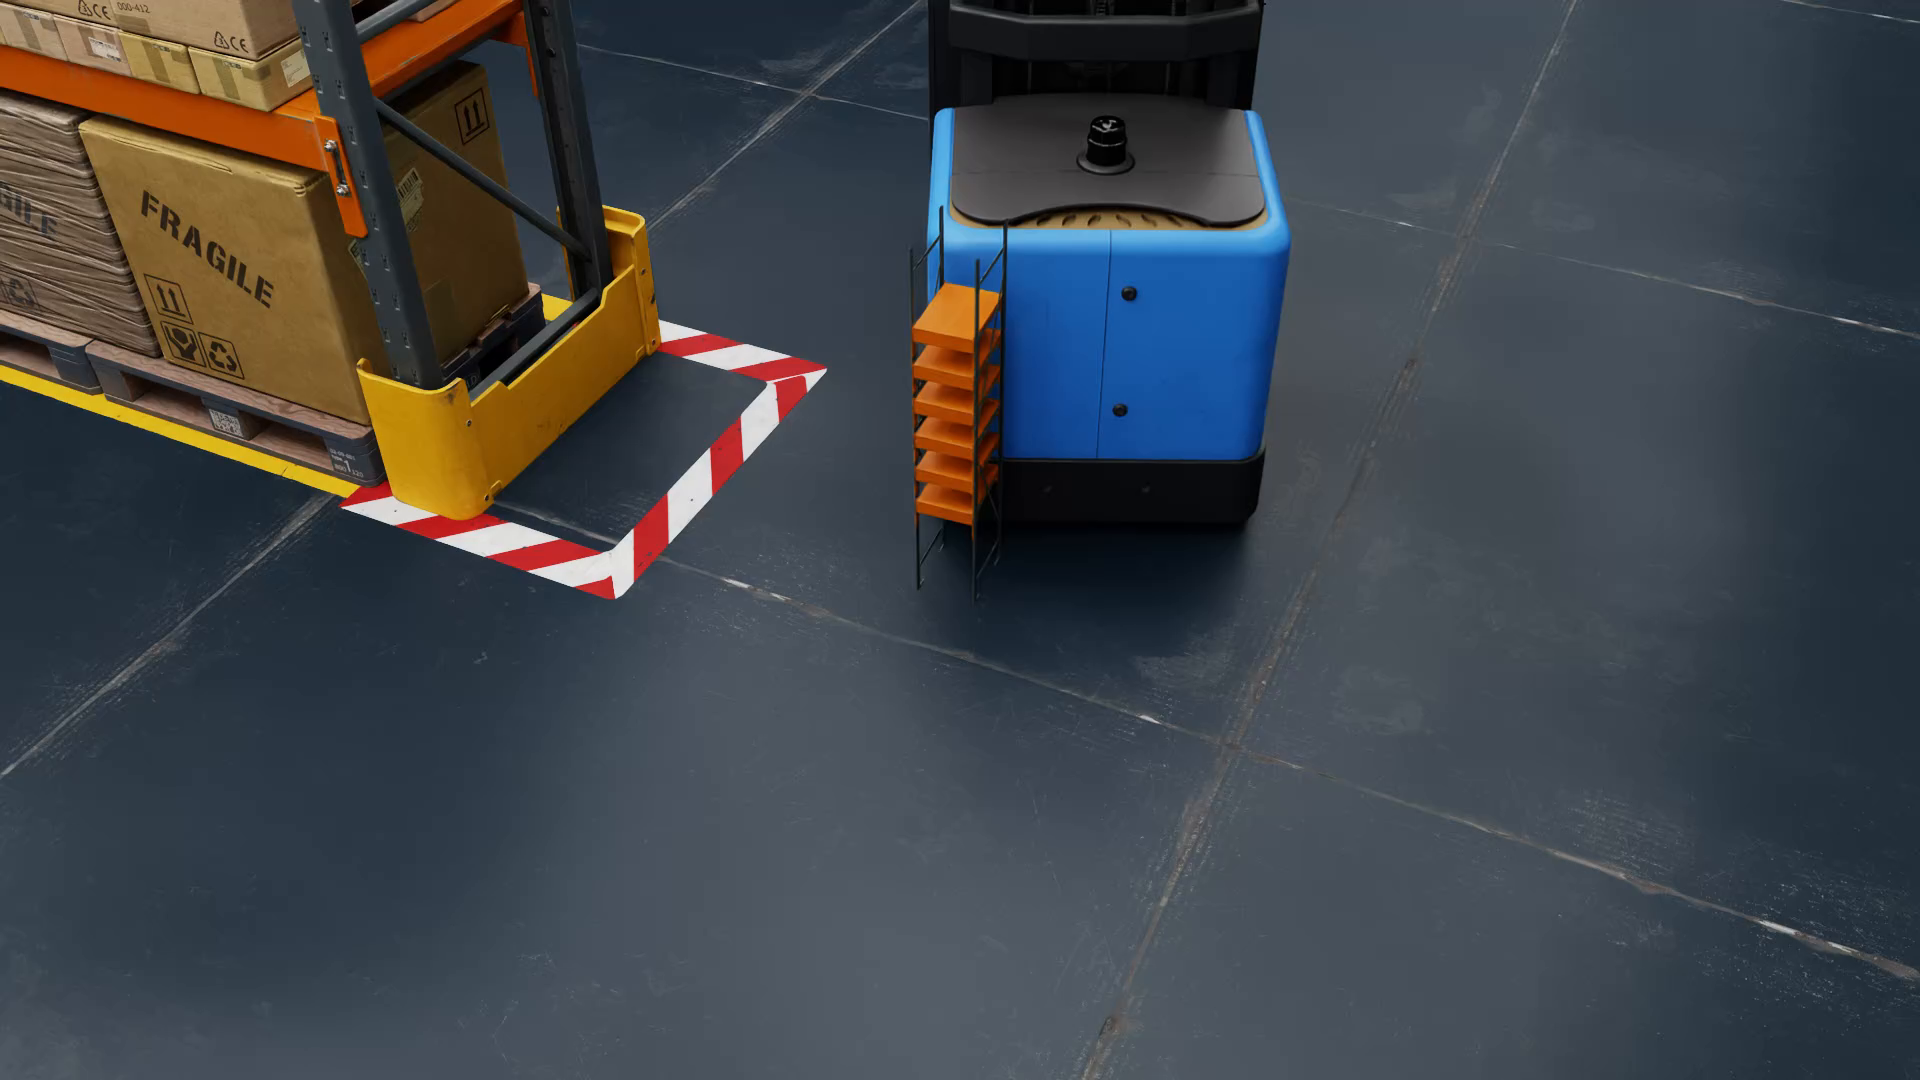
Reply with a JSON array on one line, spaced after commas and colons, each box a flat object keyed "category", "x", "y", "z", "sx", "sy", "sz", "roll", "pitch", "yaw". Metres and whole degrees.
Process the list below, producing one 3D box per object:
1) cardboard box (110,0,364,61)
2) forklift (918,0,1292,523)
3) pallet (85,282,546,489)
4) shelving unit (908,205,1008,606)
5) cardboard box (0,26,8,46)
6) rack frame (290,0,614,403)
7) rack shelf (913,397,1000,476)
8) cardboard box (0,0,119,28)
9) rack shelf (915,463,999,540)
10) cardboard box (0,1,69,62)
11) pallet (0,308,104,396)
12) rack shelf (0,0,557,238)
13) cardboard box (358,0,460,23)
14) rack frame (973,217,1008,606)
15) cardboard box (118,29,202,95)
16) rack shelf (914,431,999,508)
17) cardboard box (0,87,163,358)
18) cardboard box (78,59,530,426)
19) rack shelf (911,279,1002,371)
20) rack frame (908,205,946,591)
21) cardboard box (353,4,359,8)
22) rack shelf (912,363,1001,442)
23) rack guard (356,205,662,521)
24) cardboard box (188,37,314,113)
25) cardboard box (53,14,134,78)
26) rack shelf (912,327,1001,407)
[{"category": "cardboard box", "x": -2.045, "y": -1.615, "z": 4.710, "sx": 0.500, "sy": 0.250, "sz": 0.500, "roll": 16, "pitch": 44, "yaw": 18}, {"category": "forklift", "x": 0.442, "y": -2.102, "z": 5.437, "sx": 1.130, "sy": 2.935, "sz": 3.031, "roll": 1, "pitch": 41, "yaw": 1}, {"category": "pallet", "x": -2.252, "y": -0.703, "z": 5.901, "sx": 1.213, "sy": 0.211, "sz": 1.003, "roll": 17, "pitch": 44, "yaw": 19}, {"category": "shelving unit", "x": -0.003, "y": -0.349, "z": 4.737, "sx": 0.189, "sy": 1.200, "sz": 0.258, "roll": 14, "pitch": 43, "yaw": 15}, {"category": "cardboard box", "x": -2.882, "y": -1.672, "z": 5.081, "sx": 0.250, "sy": 0.149, "sz": 0.380, "roll": 16, "pitch": 43, "yaw": 18}, {"category": "rack frame", "x": -1.494, "y": -1.582, "z": 4.785, "sx": 0.127, "sy": 3.000, "sz": 1.000, "roll": 17, "pitch": 44, "yaw": 19}, {"category": "rack shelf", "x": -0.003, "y": -0.316, "z": 4.766, "sx": 0.180, "sy": 0.103, "sz": 0.258, "roll": 14, "pitch": 43, "yaw": 15}, {"category": "cardboard box", "x": -2.505, "y": -1.756, "z": 4.873, "sx": 0.500, "sy": 0.250, "sz": 0.500, "roll": 16, "pitch": 43, "yaw": 18}, {"category": "rack shelf", "x": -0.003, "y": -0.134, "z": 4.923, "sx": 0.180, "sy": 0.103, "sz": 0.258, "roll": 14, "pitch": 43, "yaw": 15}, {"category": "cardboard box", "x": -2.646, "y": -1.602, "z": 5.000, "sx": 0.250, "sy": 0.149, "sz": 0.380, "roll": 18, "pitch": 44, "yaw": 19}, {"category": "pallet", "x": -3.353, "y": -1.042, "z": 6.291, "sx": 1.213, "sy": 0.211, "sz": 1.003, "roll": 17, "pitch": 44, "yaw": 19}, {"category": "rack shelf", "x": -3.307, "y": -1.864, "z": 5.660, "sx": 4.000, "sy": 0.370, "sz": 1.077, "roll": 17, "pitch": 44, "yaw": 19}, {"category": "cardboard box", "x": -1.676, "y": -1.782, "z": 5.207, "sx": 0.250, "sy": 0.149, "sz": 0.380, "roll": 17, "pitch": 44, "yaw": 19}, {"category": "rack frame", "x": 0.083, "y": -0.328, "z": 4.713, "sx": 0.006, "sy": 1.200, "sz": 0.240, "roll": 14, "pitch": 43, "yaw": 15}, {"category": "cardboard box", "x": -2.192, "y": -1.462, "z": 4.838, "sx": 0.250, "sy": 0.149, "sz": 0.380, "roll": 17, "pitch": 44, "yaw": 19}, {"category": "rack shelf", "x": -0.003, "y": -0.225, "z": 4.845, "sx": 0.180, "sy": 0.103, "sz": 0.258, "roll": 14, "pitch": 43, "yaw": 15}, {"category": "cardboard box", "x": -2.933, "y": -1.320, "z": 5.784, "sx": 0.875, "sy": 0.875, "sz": 0.875, "roll": 17, "pitch": 44, "yaw": 19}, {"category": "cardboard box", "x": -2.108, "y": -1.068, "z": 5.493, "sx": 0.875, "sy": 0.875, "sz": 0.875, "roll": 17, "pitch": 44, "yaw": 19}, {"category": "rack shelf", "x": -0.003, "y": -0.588, "z": 4.530, "sx": 0.180, "sy": 0.103, "sz": 0.258, "roll": 14, "pitch": 43, "yaw": 15}, {"category": "rack frame", "x": -0.089, "y": -0.370, "z": 4.761, "sx": 0.006, "sy": 1.200, "sz": 0.240, "roll": 14, "pitch": 43, "yaw": 15}, {"category": "cardboard box", "x": -1.909, "y": -1.852, "z": 5.288, "sx": 0.250, "sy": 0.149, "sz": 0.380, "roll": 16, "pitch": 44, "yaw": 18}, {"category": "rack shelf", "x": -0.003, "y": -0.406, "z": 4.688, "sx": 0.180, "sy": 0.103, "sz": 0.258, "roll": 14, "pitch": 43, "yaw": 15}, {"category": "rack guard", "x": -1.472, "y": -0.631, "z": 5.596, "sx": 0.348, "sy": 0.500, "sz": 1.175, "roll": 17, "pitch": 44, "yaw": 19}, {"category": "cardboard box", "x": -1.956, "y": -1.391, "z": 4.756, "sx": 0.250, "sy": 0.149, "sz": 0.380, "roll": 18, "pitch": 44, "yaw": 19}, {"category": "cardboard box", "x": -2.420, "y": -1.532, "z": 4.919, "sx": 0.250, "sy": 0.149, "sz": 0.380, "roll": 17, "pitch": 44, "yaw": 19}, {"category": "rack shelf", "x": -0.003, "y": -0.497, "z": 4.609, "sx": 0.180, "sy": 0.103, "sz": 0.258, "roll": 14, "pitch": 43, "yaw": 15}]
